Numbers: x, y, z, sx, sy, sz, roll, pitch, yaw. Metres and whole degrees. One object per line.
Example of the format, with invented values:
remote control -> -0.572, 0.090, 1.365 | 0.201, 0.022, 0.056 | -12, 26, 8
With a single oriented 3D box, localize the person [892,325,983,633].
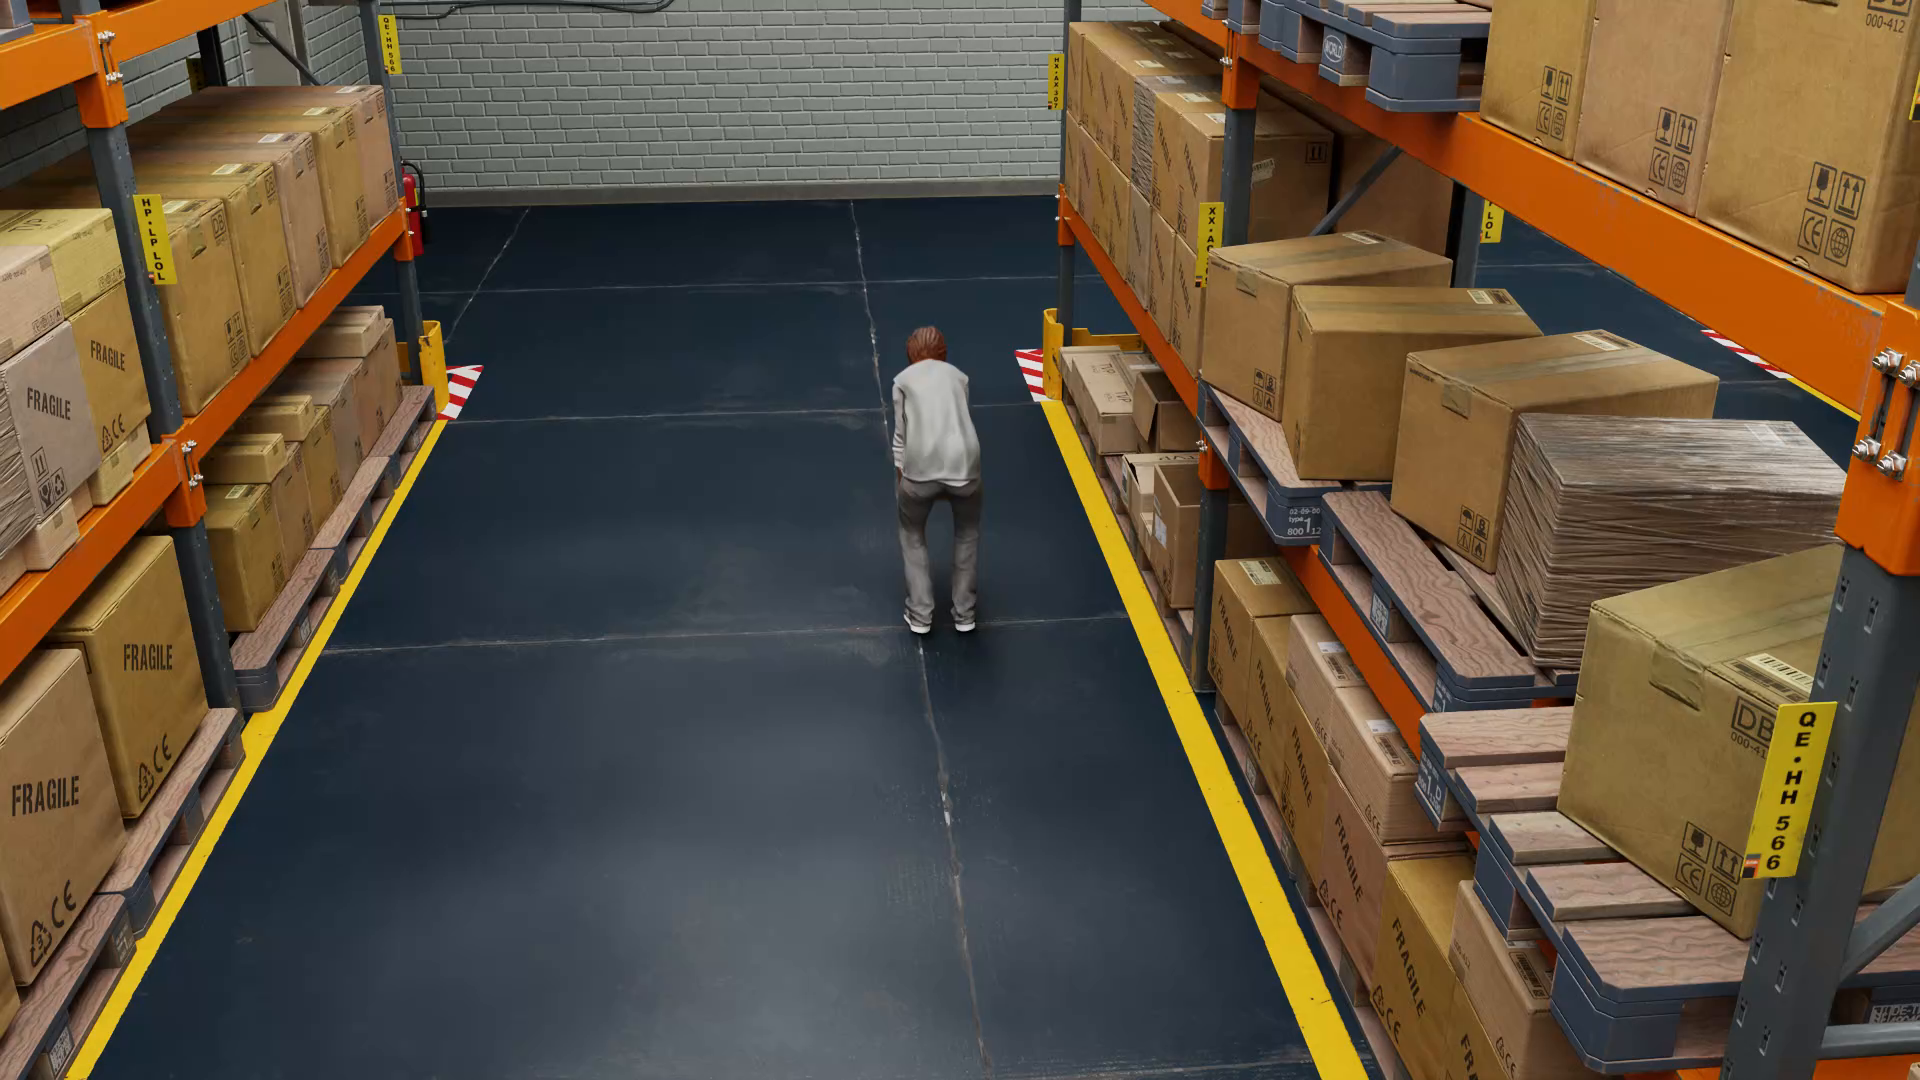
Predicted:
person -> -0.107, -0.269, 7.593 | 0.385, 1.293, 0.780 | -3, 24, -7
